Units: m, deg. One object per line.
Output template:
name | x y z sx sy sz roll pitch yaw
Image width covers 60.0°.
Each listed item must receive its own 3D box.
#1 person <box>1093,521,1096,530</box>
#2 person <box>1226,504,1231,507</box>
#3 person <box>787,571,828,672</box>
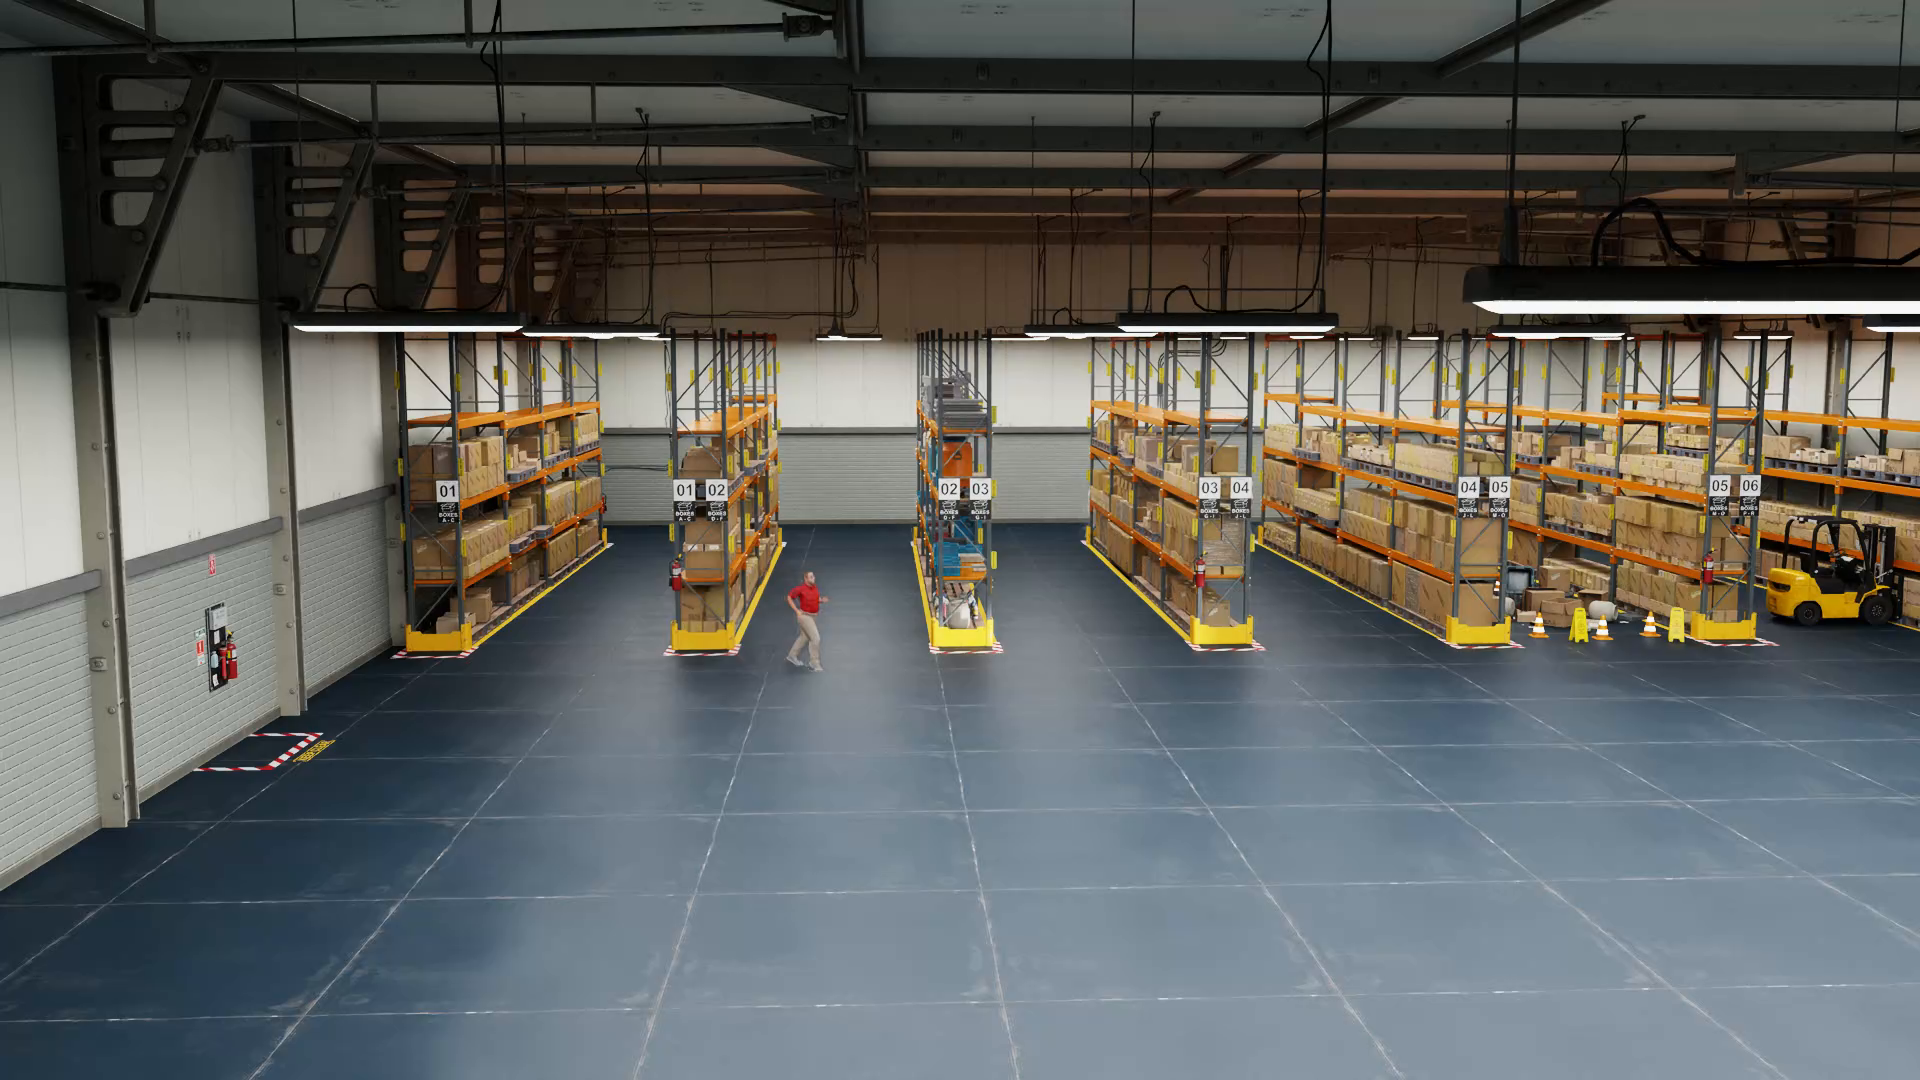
person | 4.225 -0.896 48.996 0.920 1.717 0.753 2 7 13
person | 7.432 -0.784 48.261 0.636 1.674 0.763 -4 8 -33
person | -2.698 1.435 29.329 0.811 1.800 0.629 3 7 21
